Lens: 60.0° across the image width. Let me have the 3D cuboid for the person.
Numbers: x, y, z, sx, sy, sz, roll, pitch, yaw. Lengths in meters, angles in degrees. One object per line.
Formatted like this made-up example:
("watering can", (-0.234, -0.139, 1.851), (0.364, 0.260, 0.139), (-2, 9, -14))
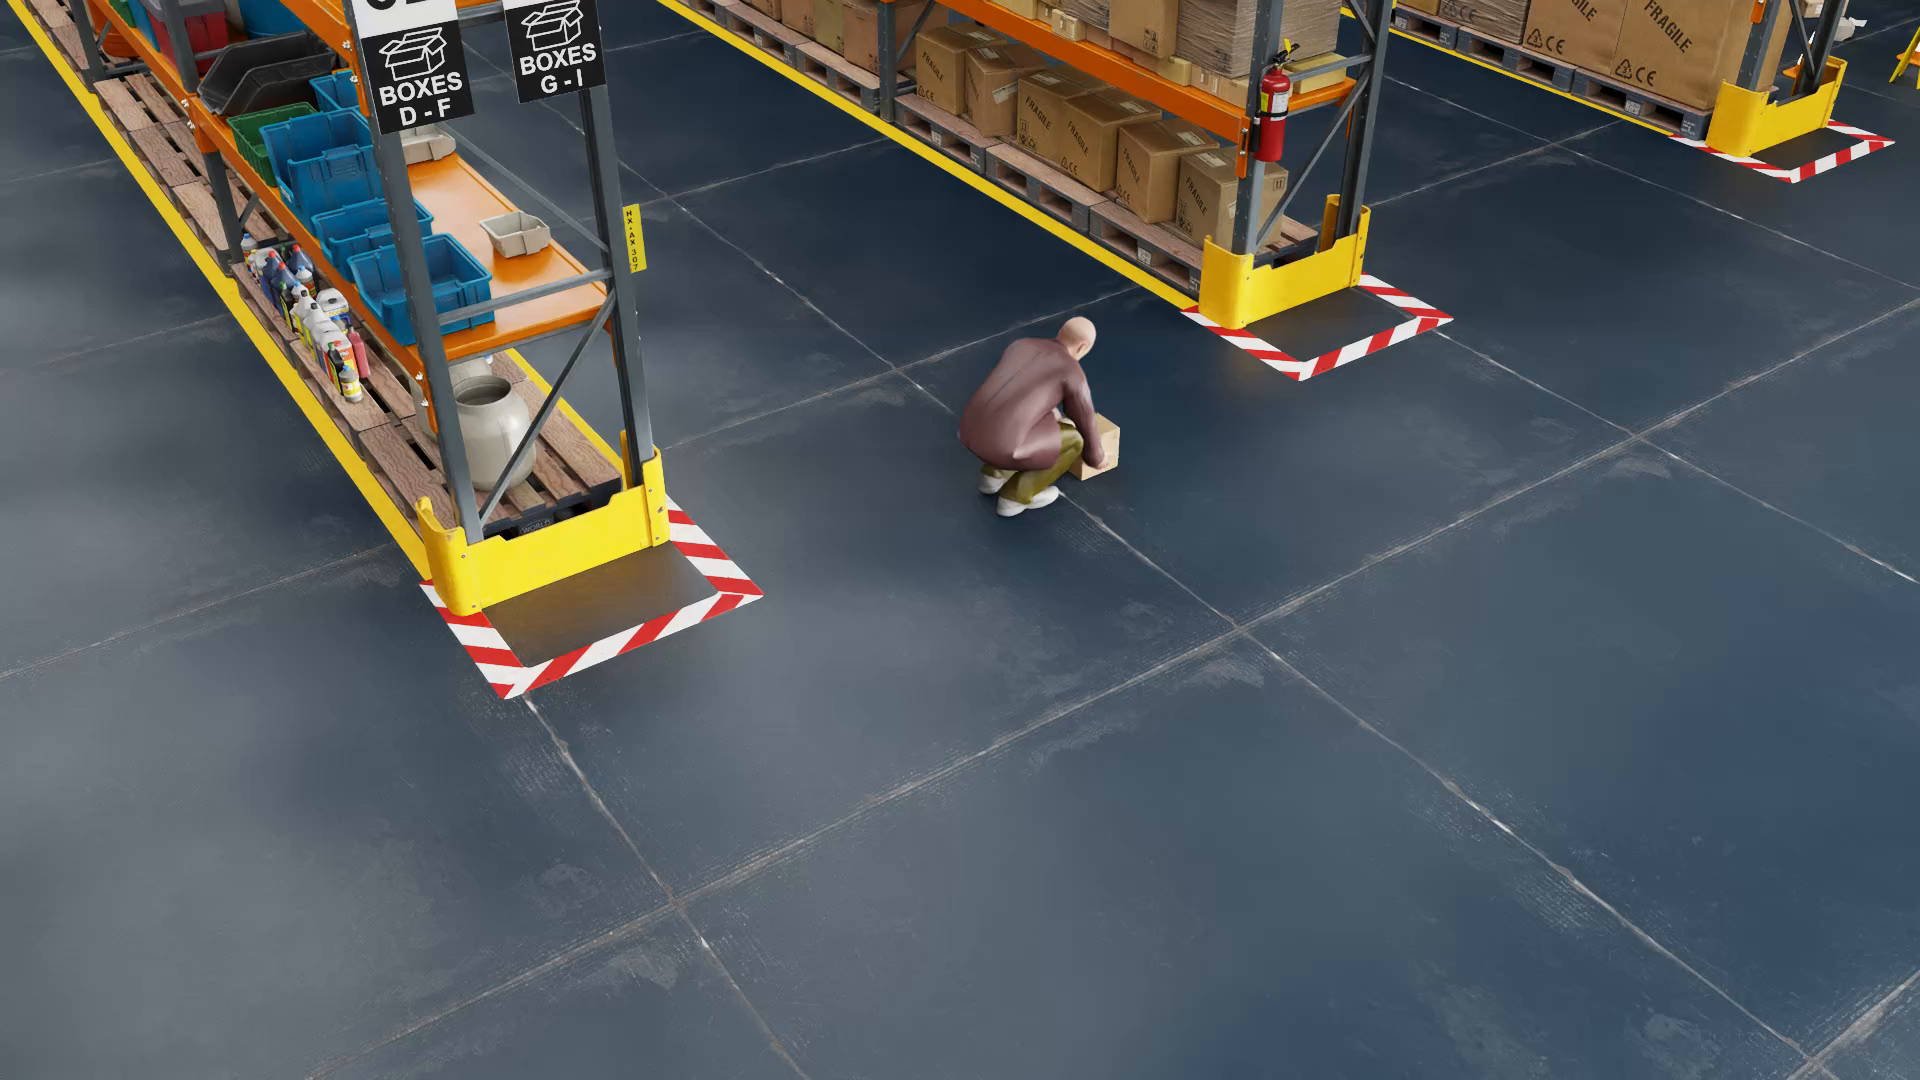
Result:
("person", (0.390, -0.654, 8.687), (0.899, 0.886, 0.600), (-22, 41, -28))
